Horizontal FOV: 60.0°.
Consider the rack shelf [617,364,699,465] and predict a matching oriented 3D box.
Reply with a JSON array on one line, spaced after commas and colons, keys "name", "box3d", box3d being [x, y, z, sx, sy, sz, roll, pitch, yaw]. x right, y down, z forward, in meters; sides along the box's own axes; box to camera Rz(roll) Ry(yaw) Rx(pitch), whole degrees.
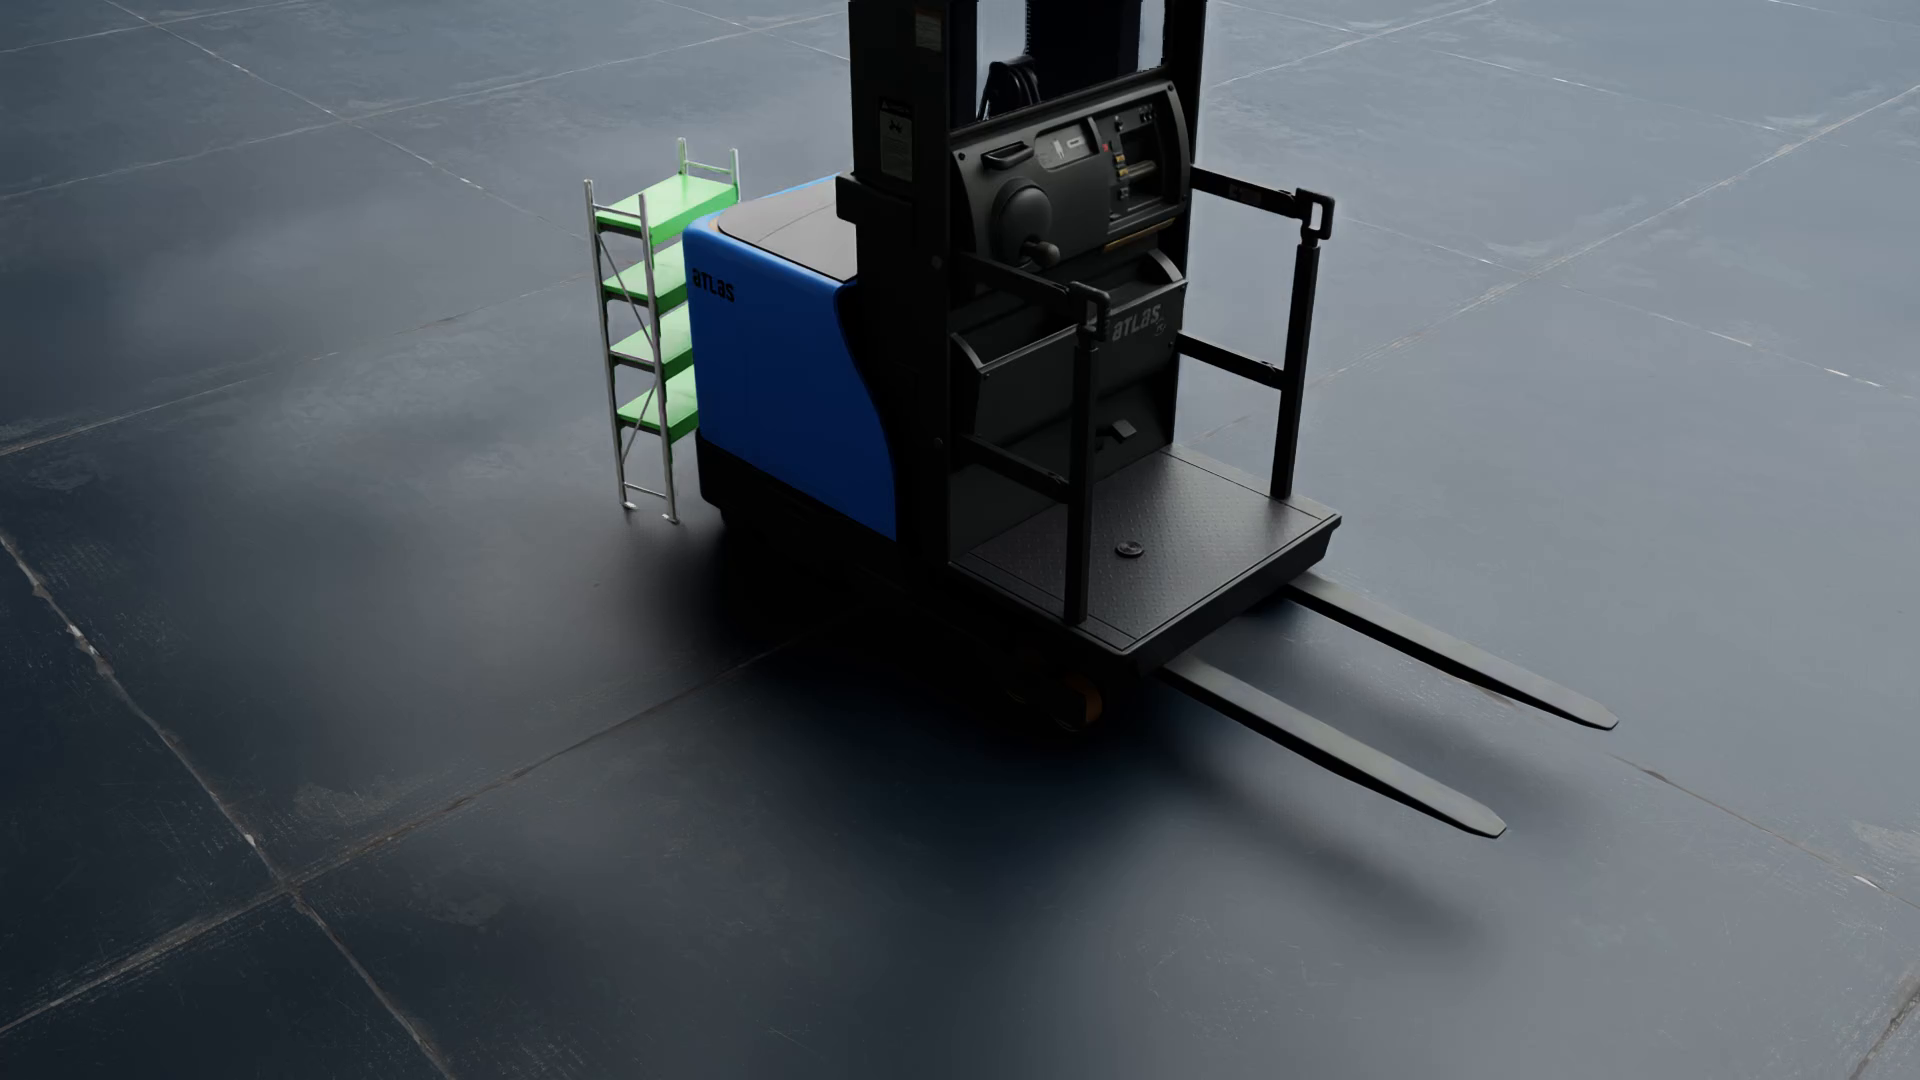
[{"name": "rack shelf", "box3d": [-0.986, -0.464, 5.938, 0.258, 0.148, 0.480, 17, 35, 24]}]

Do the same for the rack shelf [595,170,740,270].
[{"name": "rack shelf", "box3d": [-0.979, -1.076, 5.559, 0.258, 0.148, 0.480, 17, 35, 24]}]

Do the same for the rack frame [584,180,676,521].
[{"name": "rack frame", "box3d": [-1.103, -0.611, 5.597, 0.240, 1.200, 0.015, 17, 35, 24]}]

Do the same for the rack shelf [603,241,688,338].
[{"name": "rack shelf", "box3d": [-0.982, -0.872, 5.685, 0.258, 0.148, 0.480, 17, 35, 24]}]

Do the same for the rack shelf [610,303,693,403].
[{"name": "rack shelf", "box3d": [-0.984, -0.668, 5.812, 0.258, 0.148, 0.480, 17, 35, 24]}]

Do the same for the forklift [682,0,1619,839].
[{"name": "forklift", "box3d": [0.484, -1.001, 4.578, 3.031, 2.935, 1.130, 27, 41, 37]}]

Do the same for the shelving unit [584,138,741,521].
[{"name": "shelving unit", "box3d": [-0.983, -0.722, 5.778, 0.258, 1.200, 0.503, 17, 35, 24]}]

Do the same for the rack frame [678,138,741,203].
[{"name": "rack frame", "box3d": [-0.863, -0.833, 5.959, 0.240, 1.200, 0.015, 17, 35, 24]}]
